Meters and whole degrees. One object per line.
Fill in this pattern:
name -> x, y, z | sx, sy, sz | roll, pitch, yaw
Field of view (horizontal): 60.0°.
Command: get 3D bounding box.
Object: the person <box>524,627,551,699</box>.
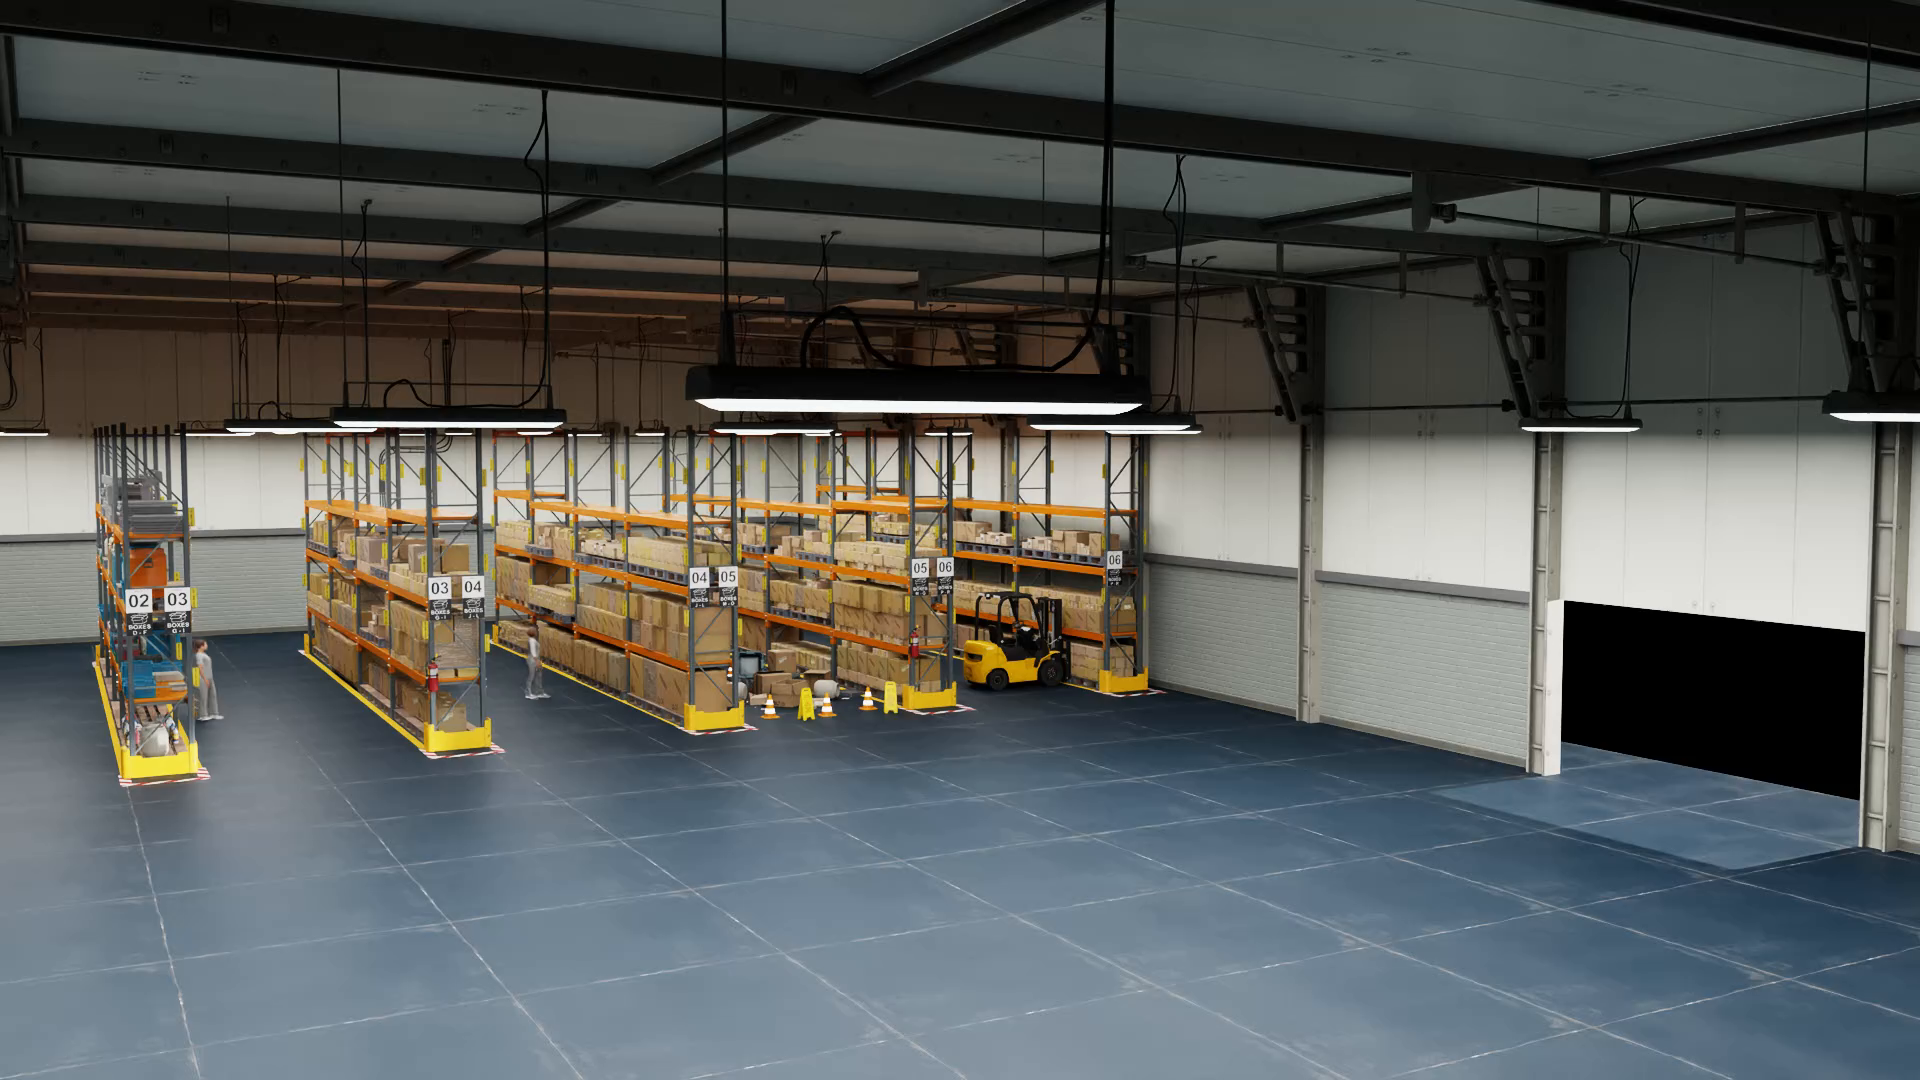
person -> -9.366, 2.715, 36.701 | 0.553, 1.602, 0.424 | 0, 3, 3

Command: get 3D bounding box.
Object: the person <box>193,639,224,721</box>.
person -> -15.334, 2.846, 33.885 | 0.490, 1.685, 0.524 | 0, 3, 3
